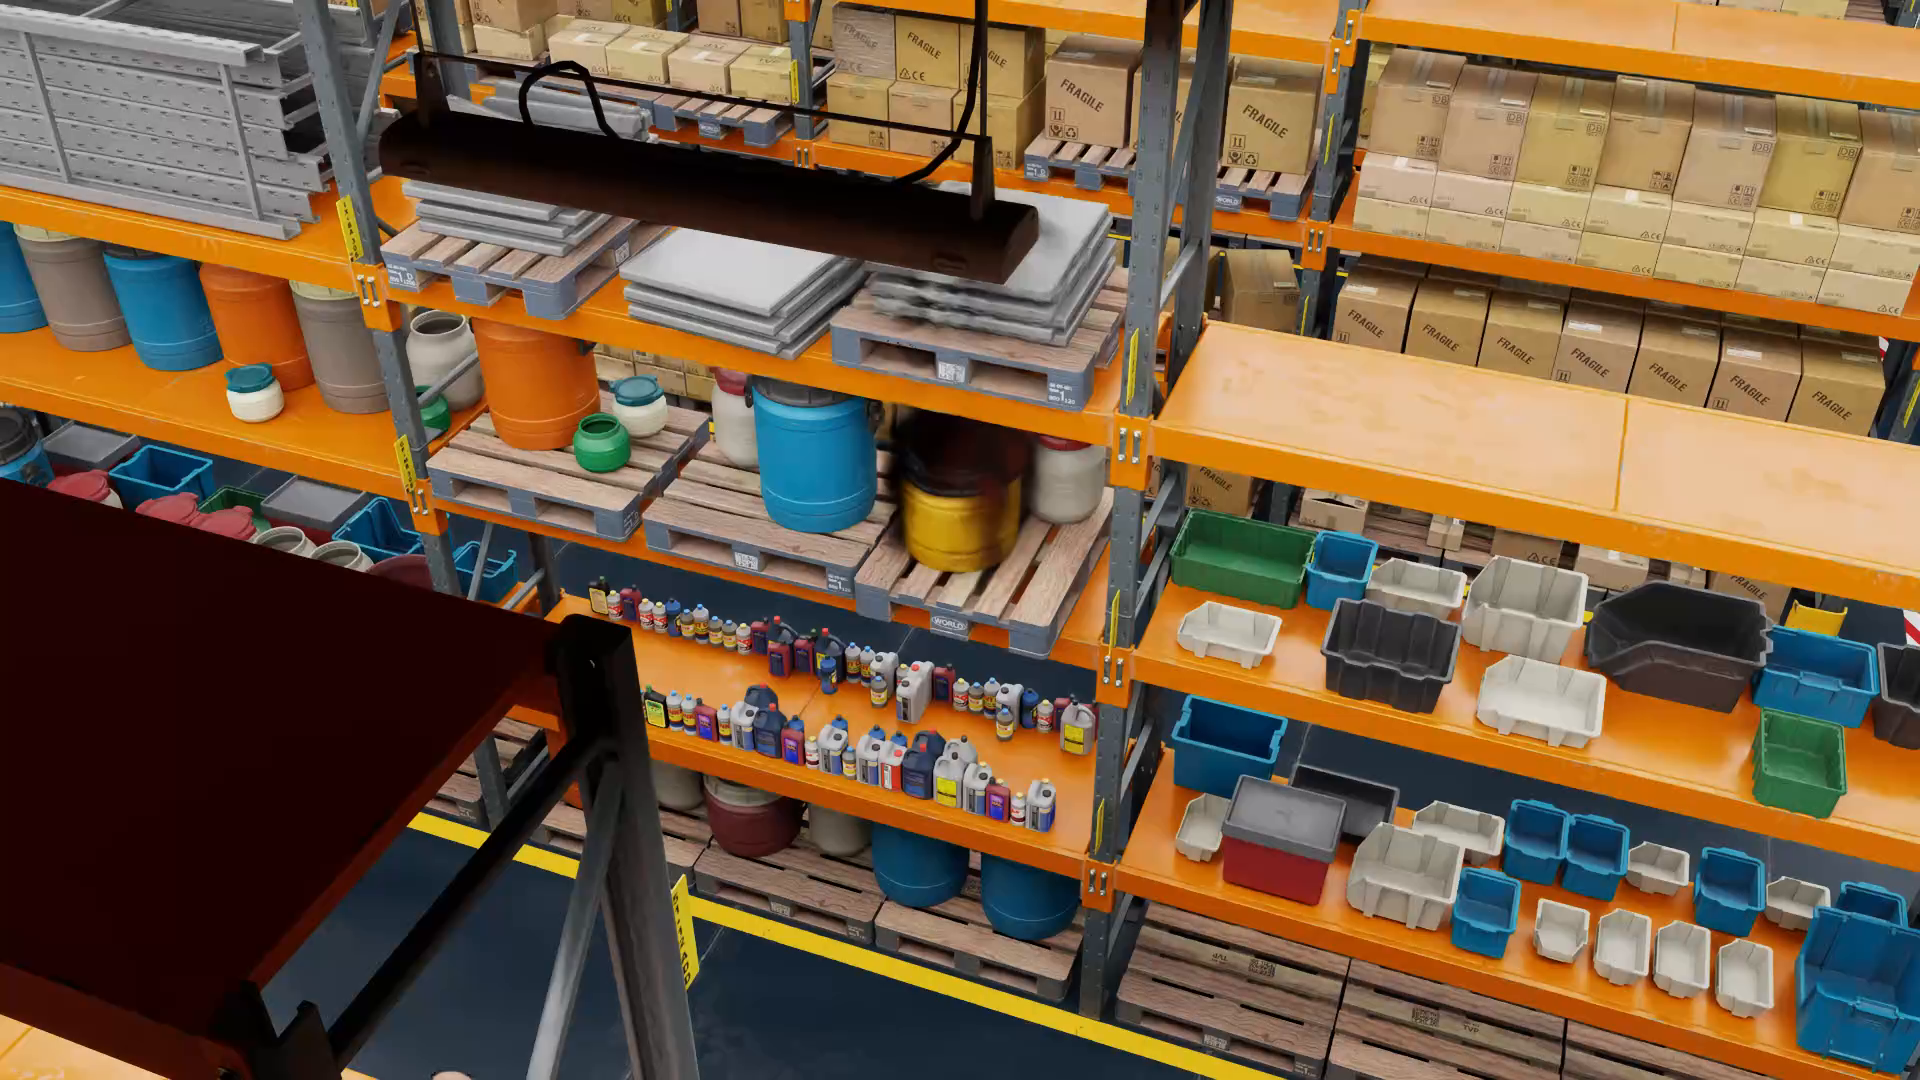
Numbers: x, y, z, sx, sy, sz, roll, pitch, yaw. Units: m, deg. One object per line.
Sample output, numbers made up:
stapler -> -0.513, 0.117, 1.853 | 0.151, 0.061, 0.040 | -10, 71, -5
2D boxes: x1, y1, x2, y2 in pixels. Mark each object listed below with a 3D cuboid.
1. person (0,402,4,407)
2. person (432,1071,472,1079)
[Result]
person -> -8.682, -1.726, 14.390 | 0.557, 1.609, 0.561 | -9, 38, -12
person -> -2.082, 3.181, 7.771 | 0.886, 1.593, 0.738 | 23, 42, 28
